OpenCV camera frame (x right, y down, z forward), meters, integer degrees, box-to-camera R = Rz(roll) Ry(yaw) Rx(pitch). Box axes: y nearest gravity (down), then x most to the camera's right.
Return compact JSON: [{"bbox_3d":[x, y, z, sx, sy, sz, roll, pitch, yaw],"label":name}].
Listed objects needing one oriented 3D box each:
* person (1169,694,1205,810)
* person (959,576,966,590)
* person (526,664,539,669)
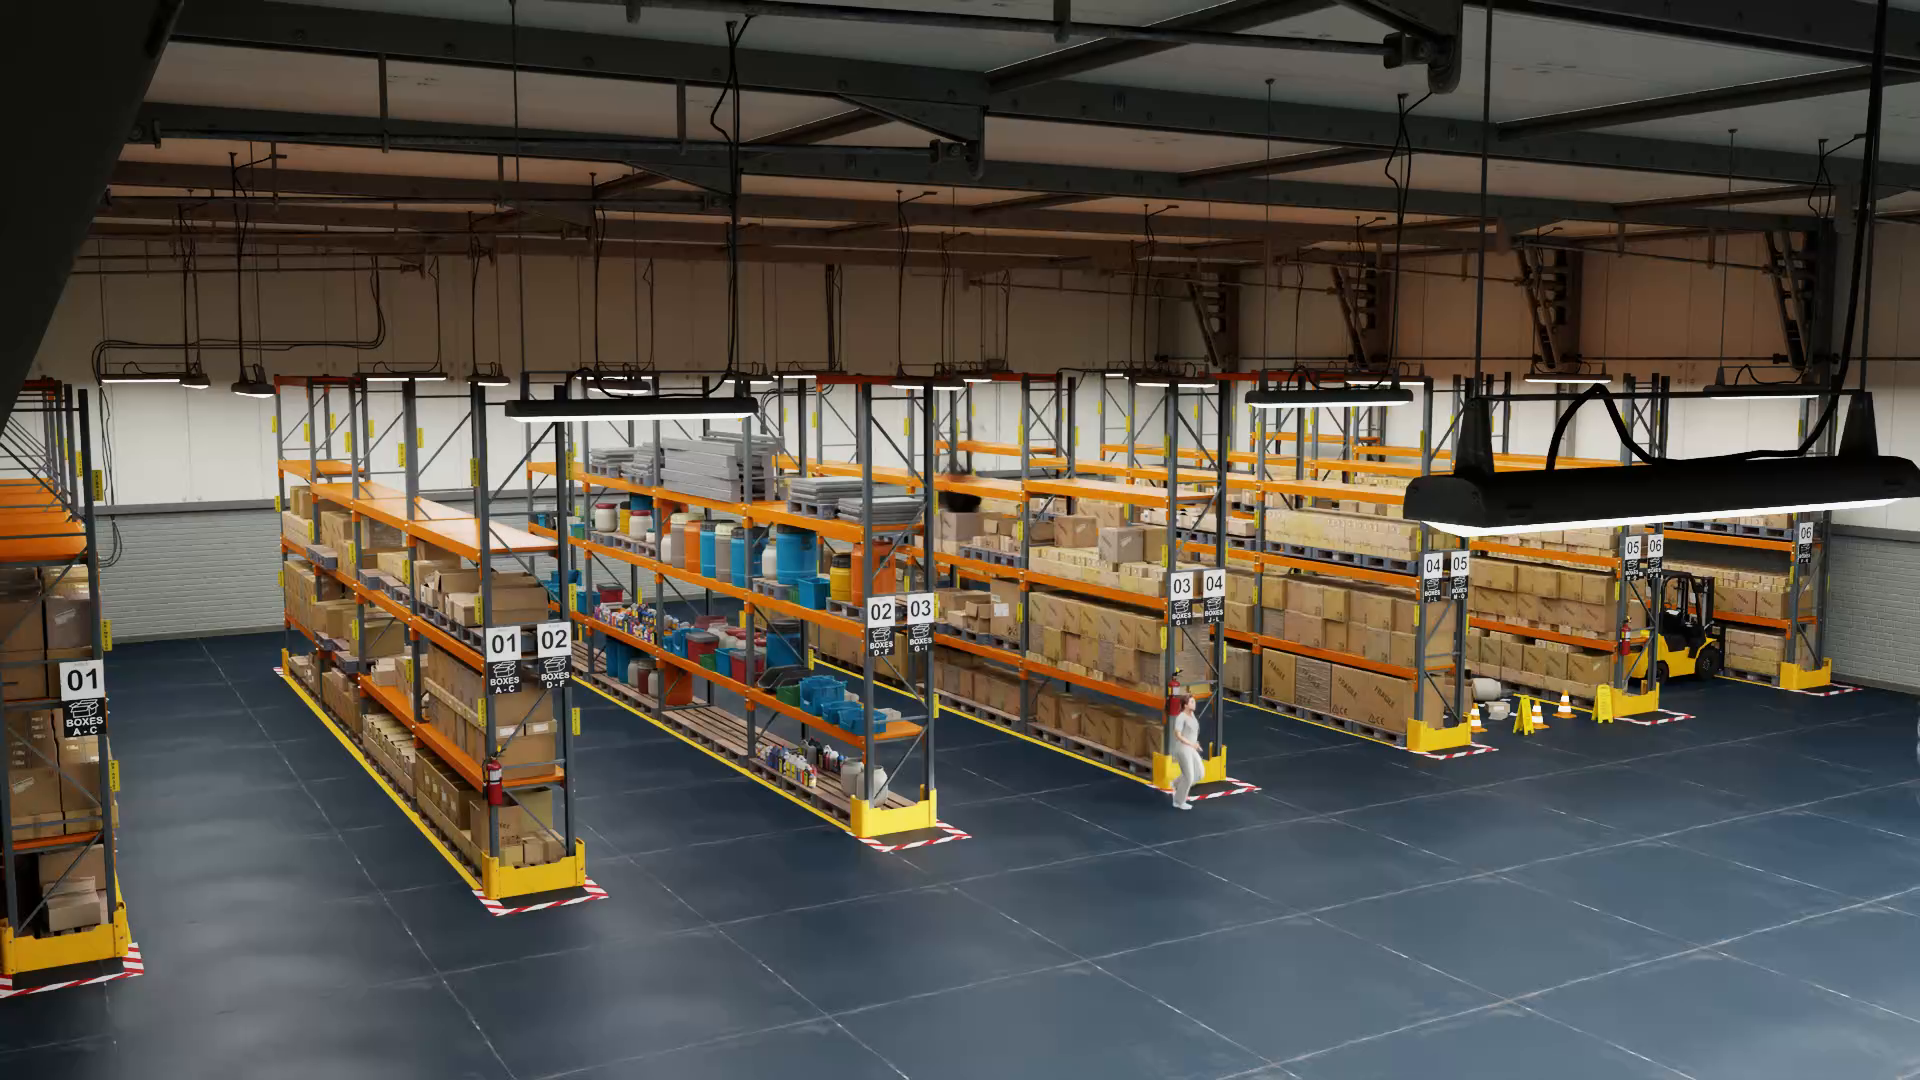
[{"bbox_3d":[3.196,2.966,23.408,0.575,1.632,0.600,4,7,32],"label":"person"},{"bbox_3d":[-0.026,0.883,42.261,0.964,1.730,0.714,2,7,19],"label":"person"},{"bbox_3d":[-7.698,2.282,29.178,0.698,1.735,0.787,-6,9,-44],"label":"person"}]
